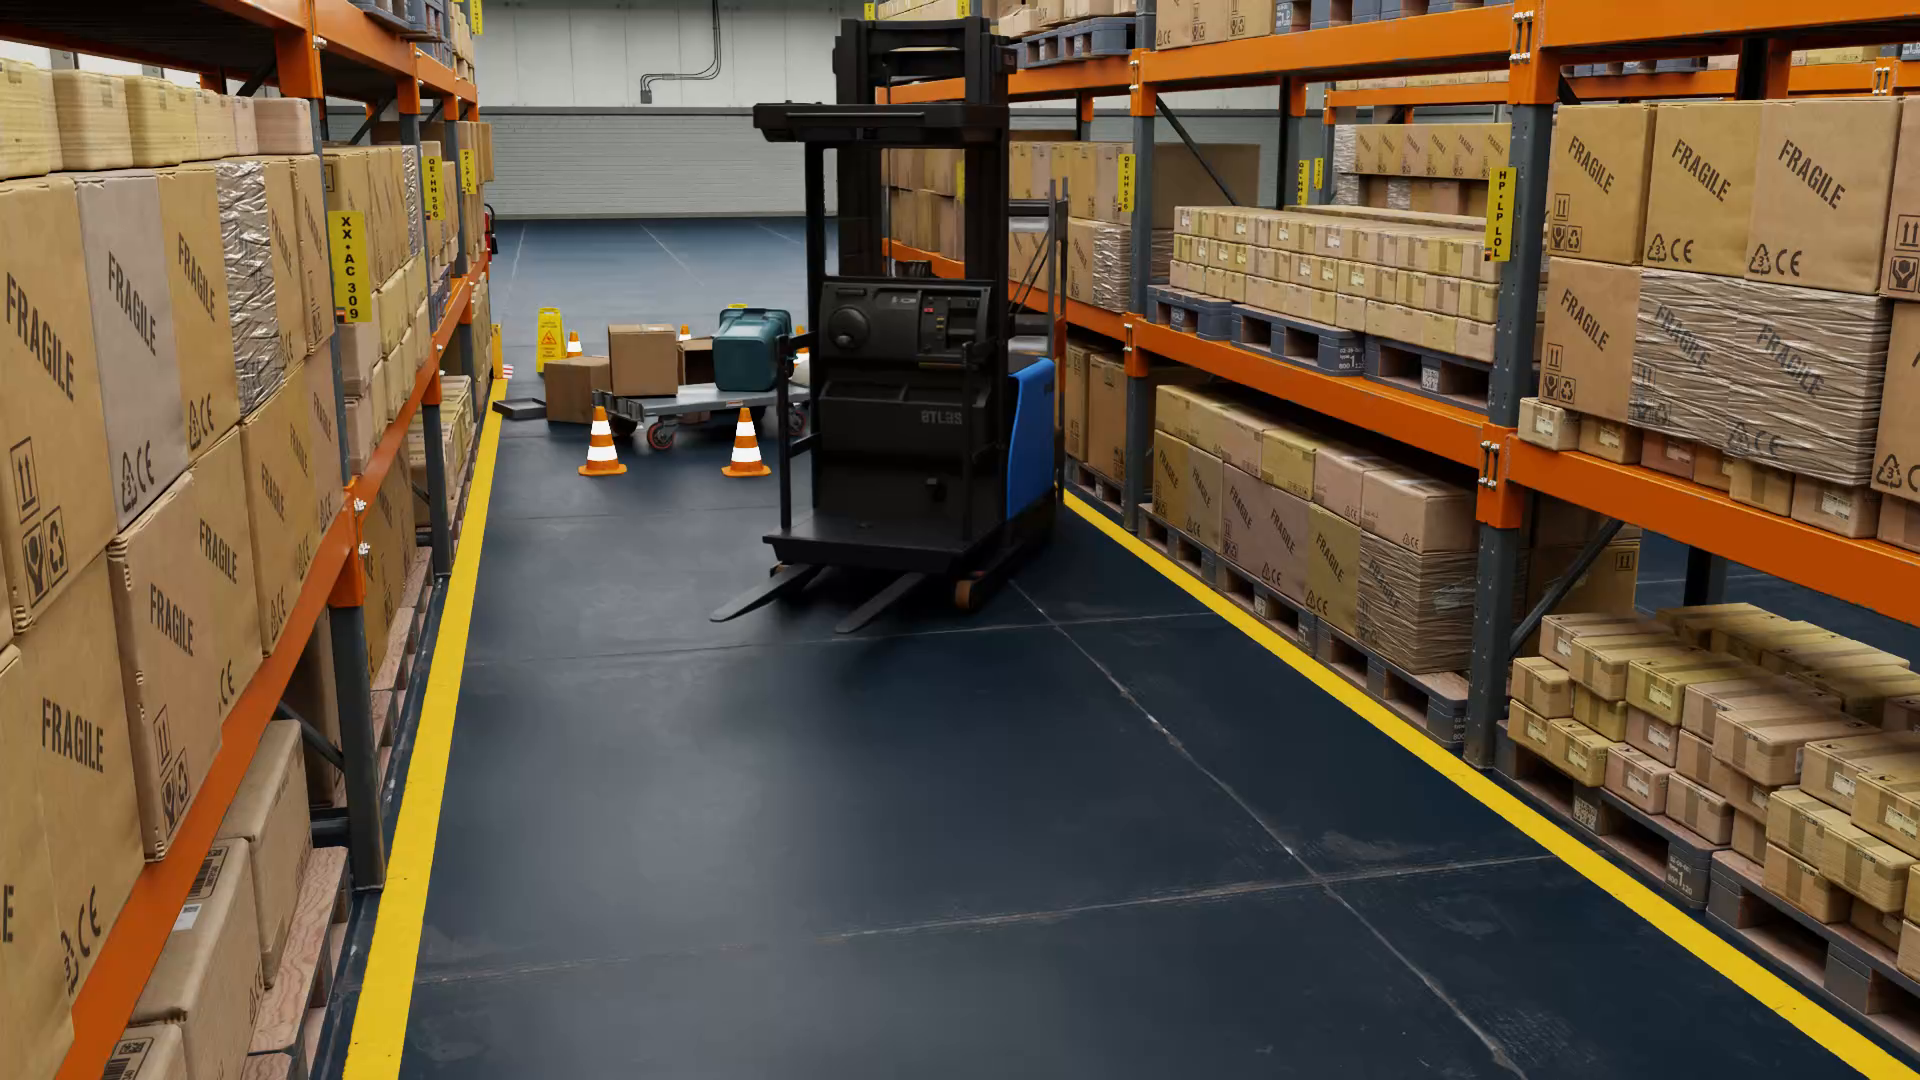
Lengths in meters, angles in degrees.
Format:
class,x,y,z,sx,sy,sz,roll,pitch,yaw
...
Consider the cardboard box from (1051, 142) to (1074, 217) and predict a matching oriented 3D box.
class,x,y,z,sx,sy,sz,roll,pitch,yaw
cardboard box,1.045,-2.531,11.649,0.700,0.500,0.500,-3,14,-14

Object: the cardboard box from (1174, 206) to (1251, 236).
class,x,y,z,sx,sy,sz,roll,pitch,yaw
cardboard box,1.425,-1.792,9.334,0.380,0.149,0.250,-3,14,-13

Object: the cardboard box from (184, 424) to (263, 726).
class,x,y,z,sx,sy,sz,roll,pitch,yaw
cardboard box,-1.621,0.082,3.062,0.500,0.500,0.500,-3,14,-11

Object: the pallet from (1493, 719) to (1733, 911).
class,x,y,z,sx,sy,sz,roll,pitch,yaw
pallet,2.635,0.890,5.837,1.003,0.211,1.213,-3,14,-13

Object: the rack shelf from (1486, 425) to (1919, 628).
class,x,y,z,sx,sy,sz,roll,pitch,yaw
rack shelf,2.913,0.194,4.329,1.077,0.370,4.000,-3,14,-13

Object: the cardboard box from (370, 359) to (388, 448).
class,x,y,z,sx,sy,sz,roll,pitch,yaw
cardboard box,-2.315,-0.481,5.890,0.500,0.250,0.500,-4,14,-15

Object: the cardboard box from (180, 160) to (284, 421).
class,x,y,z,sx,sy,sz,roll,pitch,yaw
cardboard box,-1.726,-0.524,3.435,0.500,0.500,0.500,-3,14,-12

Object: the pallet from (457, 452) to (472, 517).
class,x,y,z,sx,sy,sz,roll,pitch,yaw
pallet,-3.749,-0.347,10.904,1.003,0.211,1.213,-3,14,-13

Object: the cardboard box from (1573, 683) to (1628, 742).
class,x,y,z,sx,sy,sz,roll,pitch,yaw
cardboard box,2.364,0.574,5.752,0.380,0.149,0.250,-3,14,-13

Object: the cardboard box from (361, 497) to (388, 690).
class,x,y,z,sx,sy,sz,roll,pitch,yaw
cardboard box,-2.788,0.164,6.528,0.875,0.875,0.875,-3,14,-12

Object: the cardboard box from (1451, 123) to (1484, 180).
class,x,y,z,sx,sy,sz,roll,pitch,yaw
cardboard box,4.917,-3.598,15.391,0.500,0.500,0.500,-3,14,-13

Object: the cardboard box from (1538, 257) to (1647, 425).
class,x,y,z,sx,sy,sz,roll,pitch,yaw
cardboard box,2.314,-0.682,5.560,0.500,0.500,0.500,-4,14,-14

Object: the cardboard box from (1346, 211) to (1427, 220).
class,x,y,z,sx,sy,sz,roll,pitch,yaw
cardboard box,2.249,-1.643,8.724,0.380,0.149,0.250,-3,14,-12

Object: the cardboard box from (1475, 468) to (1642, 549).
class,x,y,z,sx,sy,sz,roll,pitch,yaw
cardboard box,2.526,-0.156,7.048,0.500,0.250,0.500,-4,14,-16

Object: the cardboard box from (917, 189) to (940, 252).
class,x,y,z,sx,sy,sz,roll,pitch,yaw
cardboard box,0.080,-2.993,15.543,0.875,0.550,0.500,-3,14,-13

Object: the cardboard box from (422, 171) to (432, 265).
class,x,y,z,sx,sy,sz,roll,pitch,yaw
cardboard box,-3.165,-1.754,9.066,0.500,0.500,0.500,-4,14,-15

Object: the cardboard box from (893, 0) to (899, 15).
class,x,y,z,sx,sy,sz,roll,pitch,yaw
cardboard box,-0.429,-5.090,15.876,0.380,0.149,0.250,-3,14,-13

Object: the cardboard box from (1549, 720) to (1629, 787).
class,x,y,z,sx,sy,sz,roll,pitch,yaw
cardboard box,2.279,0.727,5.753,0.380,0.149,0.250,-3,14,-12

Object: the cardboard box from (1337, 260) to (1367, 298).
class,x,y,z,sx,sy,sz,roll,pitch,yaw
cardboard box,1.911,-1.165,7.394,0.380,0.149,0.250,-4,14,-16

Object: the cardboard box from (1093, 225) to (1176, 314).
class,x,y,z,sx,sy,sz,roll,pitch,yaw
cardboard box,1.137,-1.677,10.262,0.500,0.500,0.500,-3,14,-13

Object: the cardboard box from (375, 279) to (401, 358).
class,x,y,z,sx,sy,sz,roll,pitch,yaw
cardboard box,-2.417,-0.842,6.315,0.500,0.250,0.500,-3,14,-12

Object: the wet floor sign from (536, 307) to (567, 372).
class,x,y,z,sx,sy,sz,roll,pitch,yaw
wet floor sign,-4.168,-2.046,16.942,0.267,0.644,0.232,2,14,6

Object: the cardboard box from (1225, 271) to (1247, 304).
class,x,y,z,sx,sy,sz,roll,pitch,yaw
cardboard box,1.604,-1.321,8.658,0.380,0.149,0.250,-3,14,-11

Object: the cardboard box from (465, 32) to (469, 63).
class,x,y,z,sx,sy,sz,roll,pitch,yaw
cardboard box,-4.417,-4.160,14.003,0.500,0.250,0.500,-3,14,-13

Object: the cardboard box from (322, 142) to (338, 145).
class,x,y,z,sx,sy,sz,roll,pitch,yaw
cardboard box,-3.943,-2.314,9.991,0.380,0.149,0.250,-4,14,-16

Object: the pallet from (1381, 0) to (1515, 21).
class,x,y,z,sx,sy,sz,roll,pitch,yaw
pallet,2.401,-2.131,6.406,1.213,0.211,1.003,-3,14,-13

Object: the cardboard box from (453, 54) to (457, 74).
class,x,y,z,sx,sy,sz,roll,pitch,yaw
cardboard box,-4.063,-3.648,12.747,0.380,0.149,0.250,-3,14,-13

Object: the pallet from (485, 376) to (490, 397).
class,x,y,z,sx,sy,sz,roll,pitch,yaw
pallet,-4.989,-1.525,15.723,1.003,0.211,1.213,-3,14,-13

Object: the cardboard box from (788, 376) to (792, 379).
class,x,y,z,sx,sy,sz,roll,pitch,yaw
cardboard box,-1.630,-1.428,15.214,0.396,0.266,0.258,-1,14,-3

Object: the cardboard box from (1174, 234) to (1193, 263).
class,x,y,z,sx,sy,sz,roll,pitch,yaw
cardboard box,1.422,-1.644,9.352,0.380,0.149,0.250,-3,14,-11

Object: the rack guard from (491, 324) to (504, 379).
class,x,y,z,sx,sy,sz,roll,pitch,yaw
rack guard,-5.145,-1.854,16.464,1.175,0.500,0.348,-3,14,-13

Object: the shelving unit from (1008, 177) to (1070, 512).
class,x,y,z,sx,sy,sz,roll,pitch,yaw
shelving unit,0.413,-1.152,10.217,0.431,2.100,0.503,3,14,12

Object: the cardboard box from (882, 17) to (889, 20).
class,x,y,z,sx,sy,sz,roll,pitch,yaw
cardboard box,-0.512,-5.041,16.514,0.500,0.250,0.500,-3,14,-13

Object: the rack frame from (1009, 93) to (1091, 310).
class,x,y,z,sx,sy,sz,roll,pitch,yaw
rack frame,0.564,-2.463,13.687,1.000,3.000,0.127,-3,14,-13

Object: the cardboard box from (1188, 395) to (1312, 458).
class,x,y,z,sx,sy,sz,roll,pitch,yaw
cardboard box,1.549,-0.604,8.882,0.500,0.250,0.500,-3,14,-14

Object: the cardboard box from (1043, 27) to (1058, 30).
class,x,y,z,sx,sy,sz,roll,pitch,yaw
cardboard box,0.798,-3.664,11.470,0.396,0.266,0.258,-3,14,-13

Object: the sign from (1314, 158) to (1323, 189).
class,x,y,z,sx,sy,sz,roll,pitch,yaw
sign,3.942,-4.029,18.273,0.100,0.325,0.005,-3,14,-13

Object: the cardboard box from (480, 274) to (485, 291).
class,x,y,z,sx,sy,sz,roll,pitch,yaw
cardboard box,-4.514,-2.324,15.083,0.380,0.149,0.250,-3,14,-12

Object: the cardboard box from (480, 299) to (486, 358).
class,x,y,z,sx,sy,sz,roll,pitch,yaw
cardboard box,-4.357,-1.790,14.261,0.500,0.500,0.500,-3,14,-10

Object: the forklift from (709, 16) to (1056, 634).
class,x,y,z,sx,sy,sz,roll,pitch,yaw
forklift,-0.357,-1.165,8.520,1.130,2.935,3.031,4,14,17

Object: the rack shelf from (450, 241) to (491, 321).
class,x,y,z,sx,sy,sz,roll,pitch,yaw
rack shelf,-4.694,-2.275,14.436,1.077,0.370,4.000,-3,14,-13

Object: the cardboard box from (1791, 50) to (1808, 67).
class,x,y,z,sx,sy,sz,roll,pitch,yaw
cardboard box,5.869,-3.387,11.466,0.500,0.250,0.500,-3,14,-13

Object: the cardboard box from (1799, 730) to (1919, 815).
class,x,y,z,sx,sy,sz,roll,pitch,yaw
cardboard box,2.645,0.669,4.738,0.380,0.149,0.250,-4,14,-16

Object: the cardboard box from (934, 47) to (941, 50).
class,x,y,z,sx,sy,sz,roll,pitch,yaw
cardboard box,-0.014,-4.293,14.293,0.380,0.149,0.250,-3,14,-13

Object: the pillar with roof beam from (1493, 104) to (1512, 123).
class,x,y,z,sx,sy,sz,roll,pitch,yaw
pillar with roof beam,10.098,-12.564,42.394,9.100,9.000,0.400,-3,14,-13

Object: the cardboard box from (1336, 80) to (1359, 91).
class,x,y,z,sx,sy,sz,roll,pitch,yaw
cardboard box,4.331,-4.897,17.648,0.500,0.250,0.500,-3,14,-12

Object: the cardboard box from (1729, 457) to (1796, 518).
class,x,y,z,sx,sy,sz,roll,pitch,yaw
cardboard box,2.492,-0.173,4.842,0.380,0.149,0.250,-3,14,-12

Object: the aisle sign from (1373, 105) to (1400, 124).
class,x,y,z,sx,sy,sz,roll,pitch,yaw
aisle sign,4.747,-4.932,18.318,0.394,0.787,0.004,-3,14,-13

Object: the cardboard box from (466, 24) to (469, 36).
class,x,y,z,sx,sy,sz,roll,pitch,yaw
cardboard box,-4.797,-4.747,15.566,0.380,0.149,0.250,-3,14,-13

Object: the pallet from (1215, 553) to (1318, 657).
class,x,y,z,sx,sy,sz,roll,pitch,yaw
pallet,1.969,0.276,8.353,1.003,0.211,1.213,-3,14,-13

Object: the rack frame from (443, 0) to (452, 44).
class,x,y,z,sx,sy,sz,roll,pitch,yaw
rack frame,-4.224,-5.078,11.750,1.000,3.000,0.127,-3,14,-13

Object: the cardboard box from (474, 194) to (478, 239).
class,x,y,z,sx,sy,sz,roll,pitch,yaw
cardboard box,-4.440,-2.820,14.312,0.500,0.500,0.500,-3,14,-13

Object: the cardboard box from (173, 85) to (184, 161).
class,x,y,z,sx,sy,sz,roll,pitch,yaw
cardboard box,-1.652,-0.760,3.032,0.380,0.149,0.250,-3,14,-13

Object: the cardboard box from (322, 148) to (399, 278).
class,x,y,z,sx,sy,sz,roll,pitch,yaw
cardboard box,-2.558,-1.320,6.693,0.500,0.500,0.500,-4,14,-14

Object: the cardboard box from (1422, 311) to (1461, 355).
class,x,y,z,sx,sy,sz,roll,pitch,yaw
cardboard box,2.095,-0.840,6.688,0.380,0.149,0.250,-3,14,-13

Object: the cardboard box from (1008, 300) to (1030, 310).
class,x,y,z,sx,sy,sz,roll,pitch,yaw
cardboard box,0.484,-1.783,14.499,0.875,0.875,0.875,-3,14,-12

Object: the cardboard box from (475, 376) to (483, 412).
class,x,y,z,sx,sy,sz,roll,pitch,yaw
cardboard box,-4.100,-1.183,13.357,0.500,0.250,0.500,-4,14,-16

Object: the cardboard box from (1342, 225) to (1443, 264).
class,x,y,z,sx,sy,sz,roll,pitch,yaw
cardboard box,1.920,-1.309,7.355,0.380,0.149,0.250,-4,14,-15
